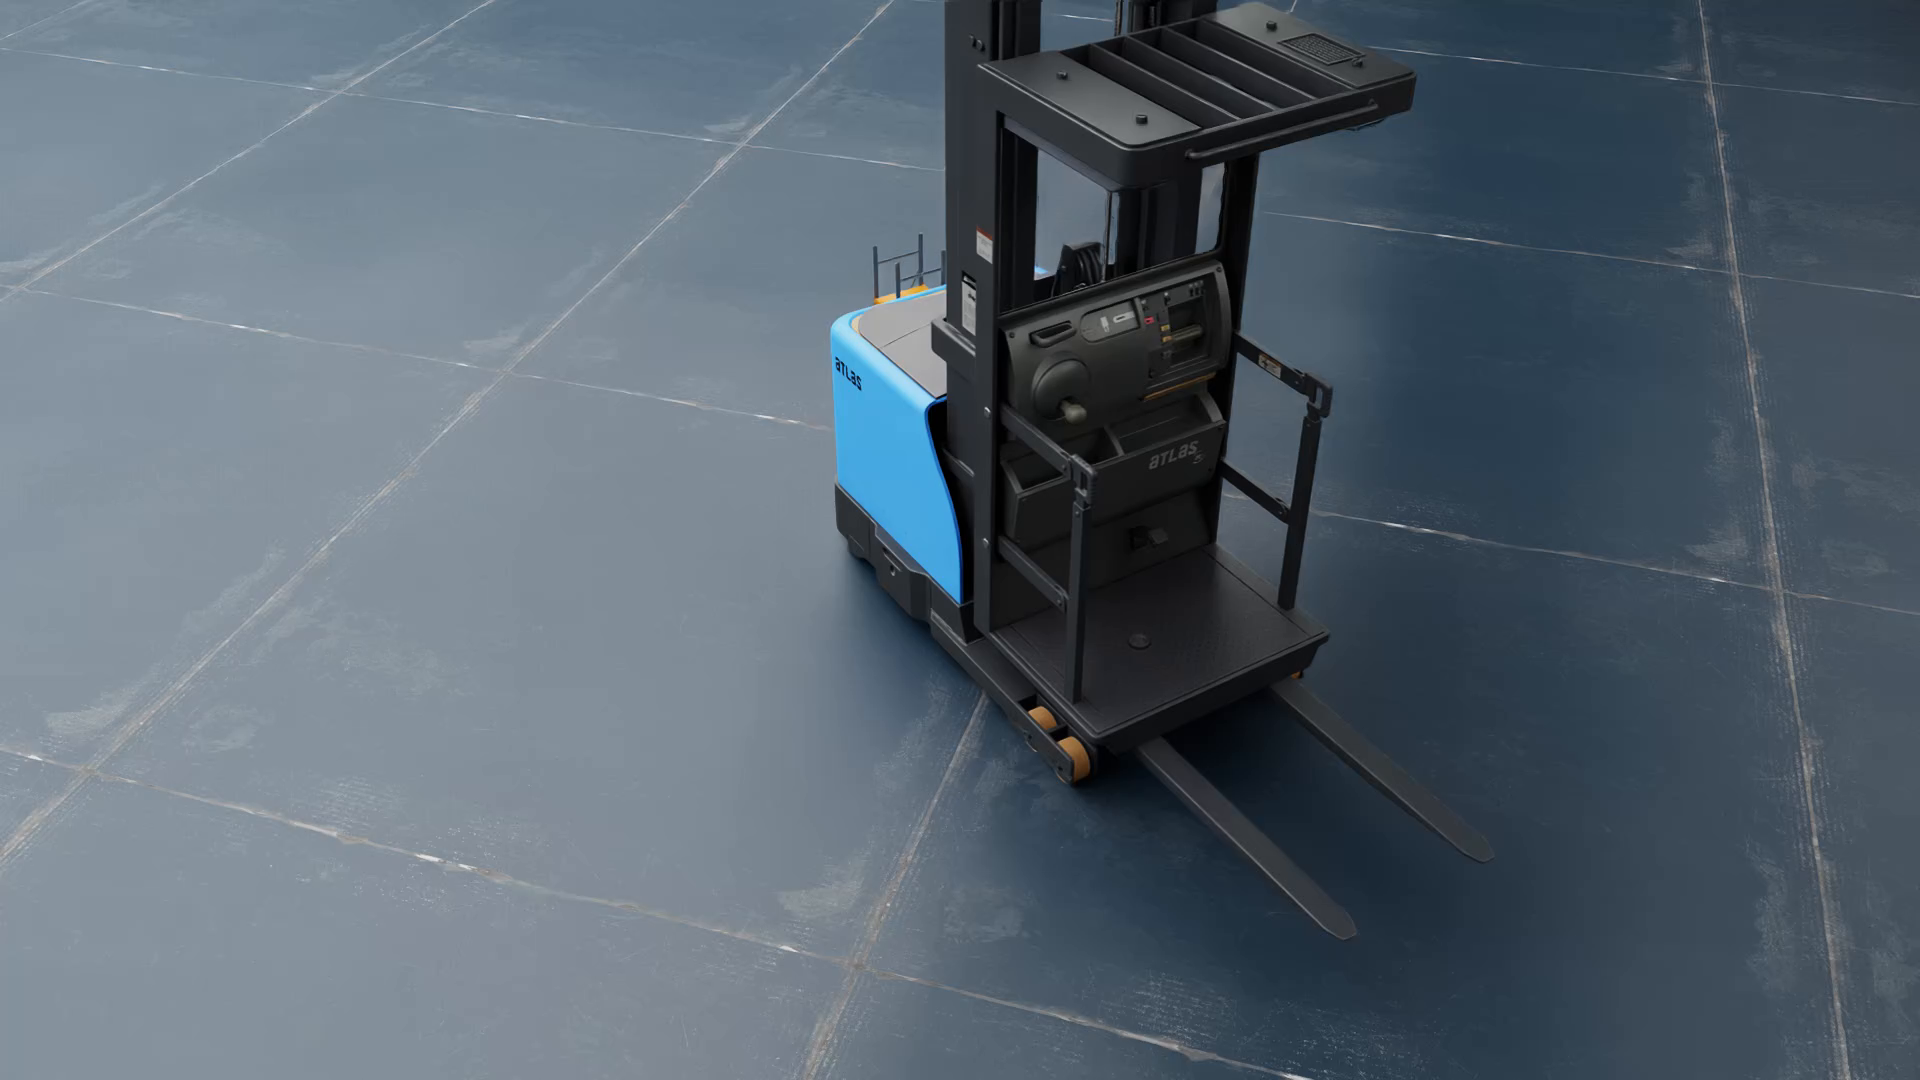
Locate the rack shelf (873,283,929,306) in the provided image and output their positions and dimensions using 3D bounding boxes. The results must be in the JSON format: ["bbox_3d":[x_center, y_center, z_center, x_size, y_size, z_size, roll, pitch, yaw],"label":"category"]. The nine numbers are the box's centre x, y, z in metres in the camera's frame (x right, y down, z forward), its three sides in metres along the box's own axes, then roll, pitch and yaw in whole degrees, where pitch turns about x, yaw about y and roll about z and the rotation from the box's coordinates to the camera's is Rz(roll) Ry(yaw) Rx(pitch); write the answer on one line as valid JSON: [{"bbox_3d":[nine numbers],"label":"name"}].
[{"bbox_3d":[-0.210,-0.975,7.030,0.258,0.103,0.180,-20,41,-25],"label":"rack shelf"}]

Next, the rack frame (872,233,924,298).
[{"bbox_3d":[-0.259,-0.767,7.280,0.240,1.200,0.006,-20,41,-25],"label":"rack frame"}]

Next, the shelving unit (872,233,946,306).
[{"bbox_3d":[-0.210,-0.721,7.217,0.258,1.200,0.189,-20,41,-25],"label":"shelving unit"}]

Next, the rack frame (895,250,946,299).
[{"bbox_3d":[-0.162,-0.675,7.155,0.240,1.200,0.006,-20,41,-25],"label":"rack frame"}]

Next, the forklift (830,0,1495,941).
[{"bbox_3d":[0.673,-0.617,5.615,1.130,2.935,3.031,-20,41,-25],"label":"forklift"}]
